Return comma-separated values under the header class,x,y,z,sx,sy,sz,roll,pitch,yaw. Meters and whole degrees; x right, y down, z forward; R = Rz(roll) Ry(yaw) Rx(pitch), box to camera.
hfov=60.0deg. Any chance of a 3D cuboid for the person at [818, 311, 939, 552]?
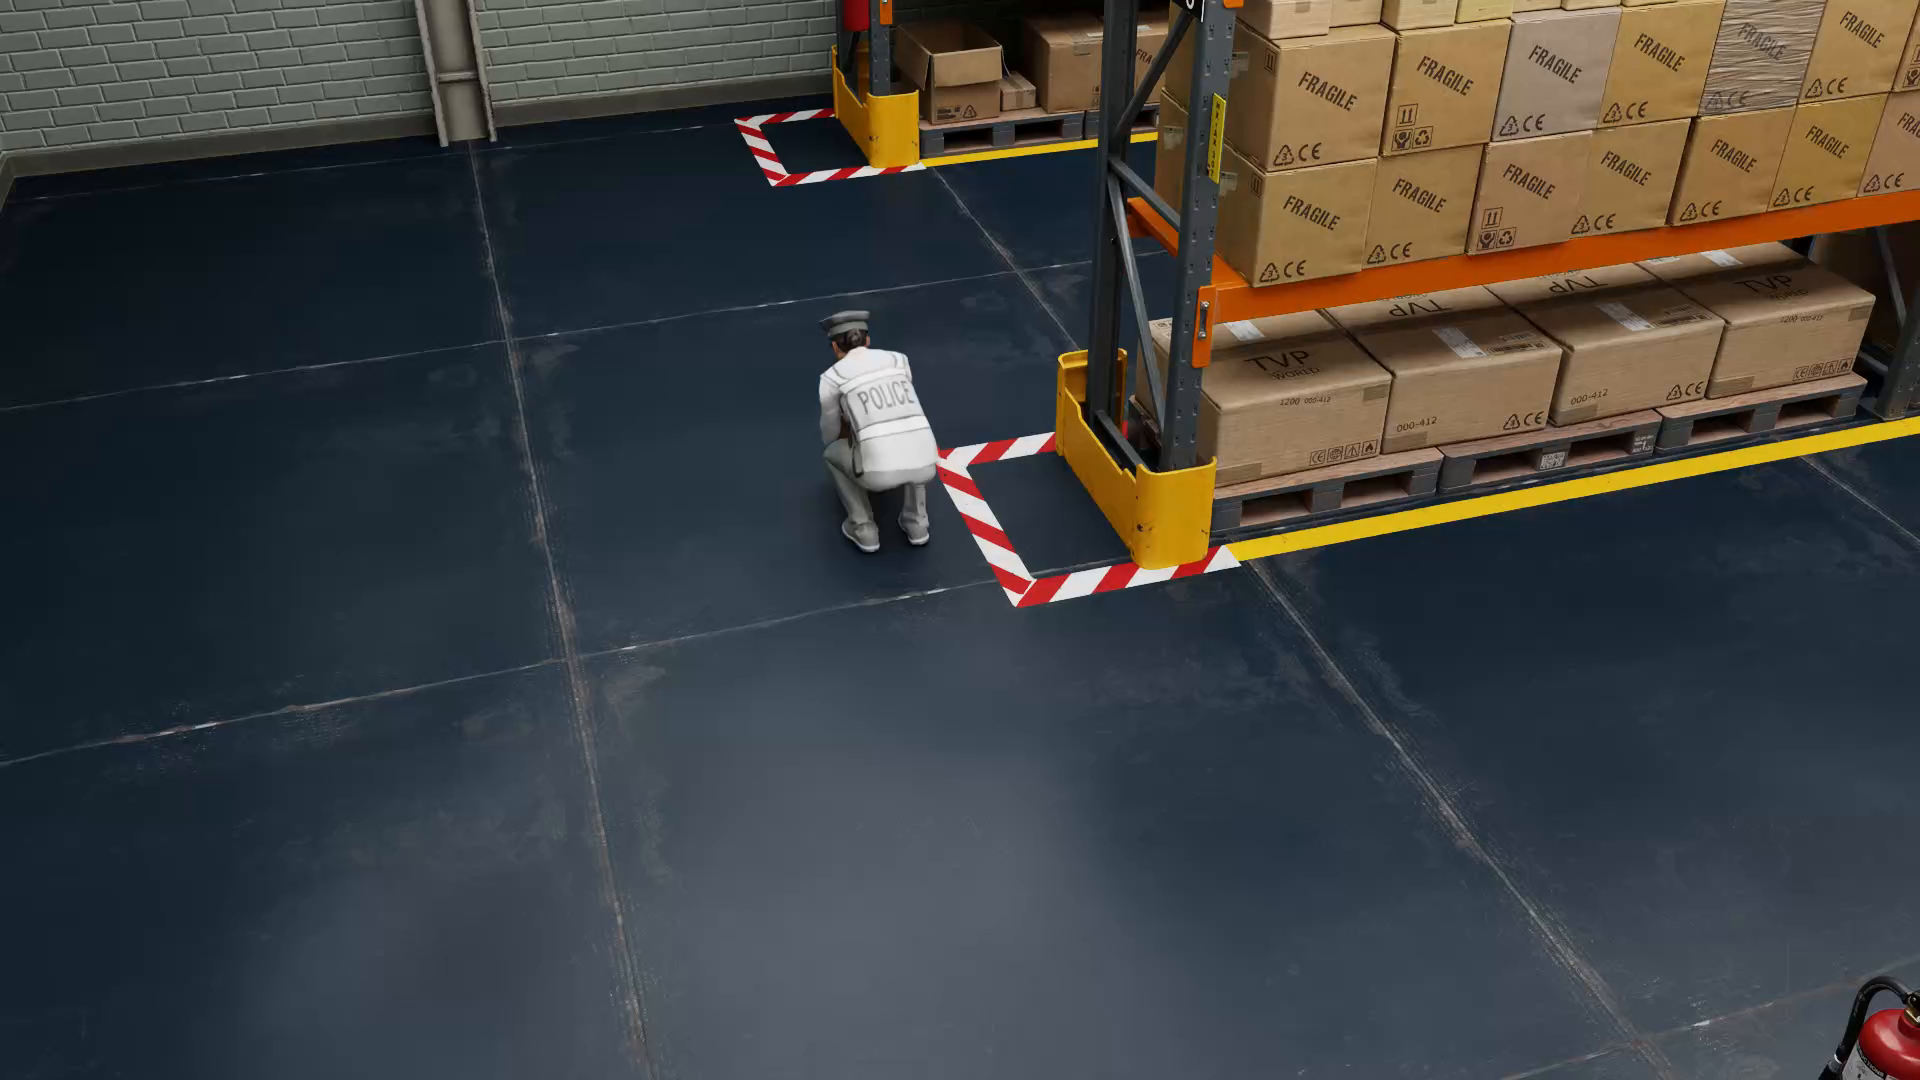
class,x,y,z,sx,sy,sz,roll,pitch,yaw
person,-0.384,-0.497,7.496,0.462,0.983,0.842,-11,36,-16
